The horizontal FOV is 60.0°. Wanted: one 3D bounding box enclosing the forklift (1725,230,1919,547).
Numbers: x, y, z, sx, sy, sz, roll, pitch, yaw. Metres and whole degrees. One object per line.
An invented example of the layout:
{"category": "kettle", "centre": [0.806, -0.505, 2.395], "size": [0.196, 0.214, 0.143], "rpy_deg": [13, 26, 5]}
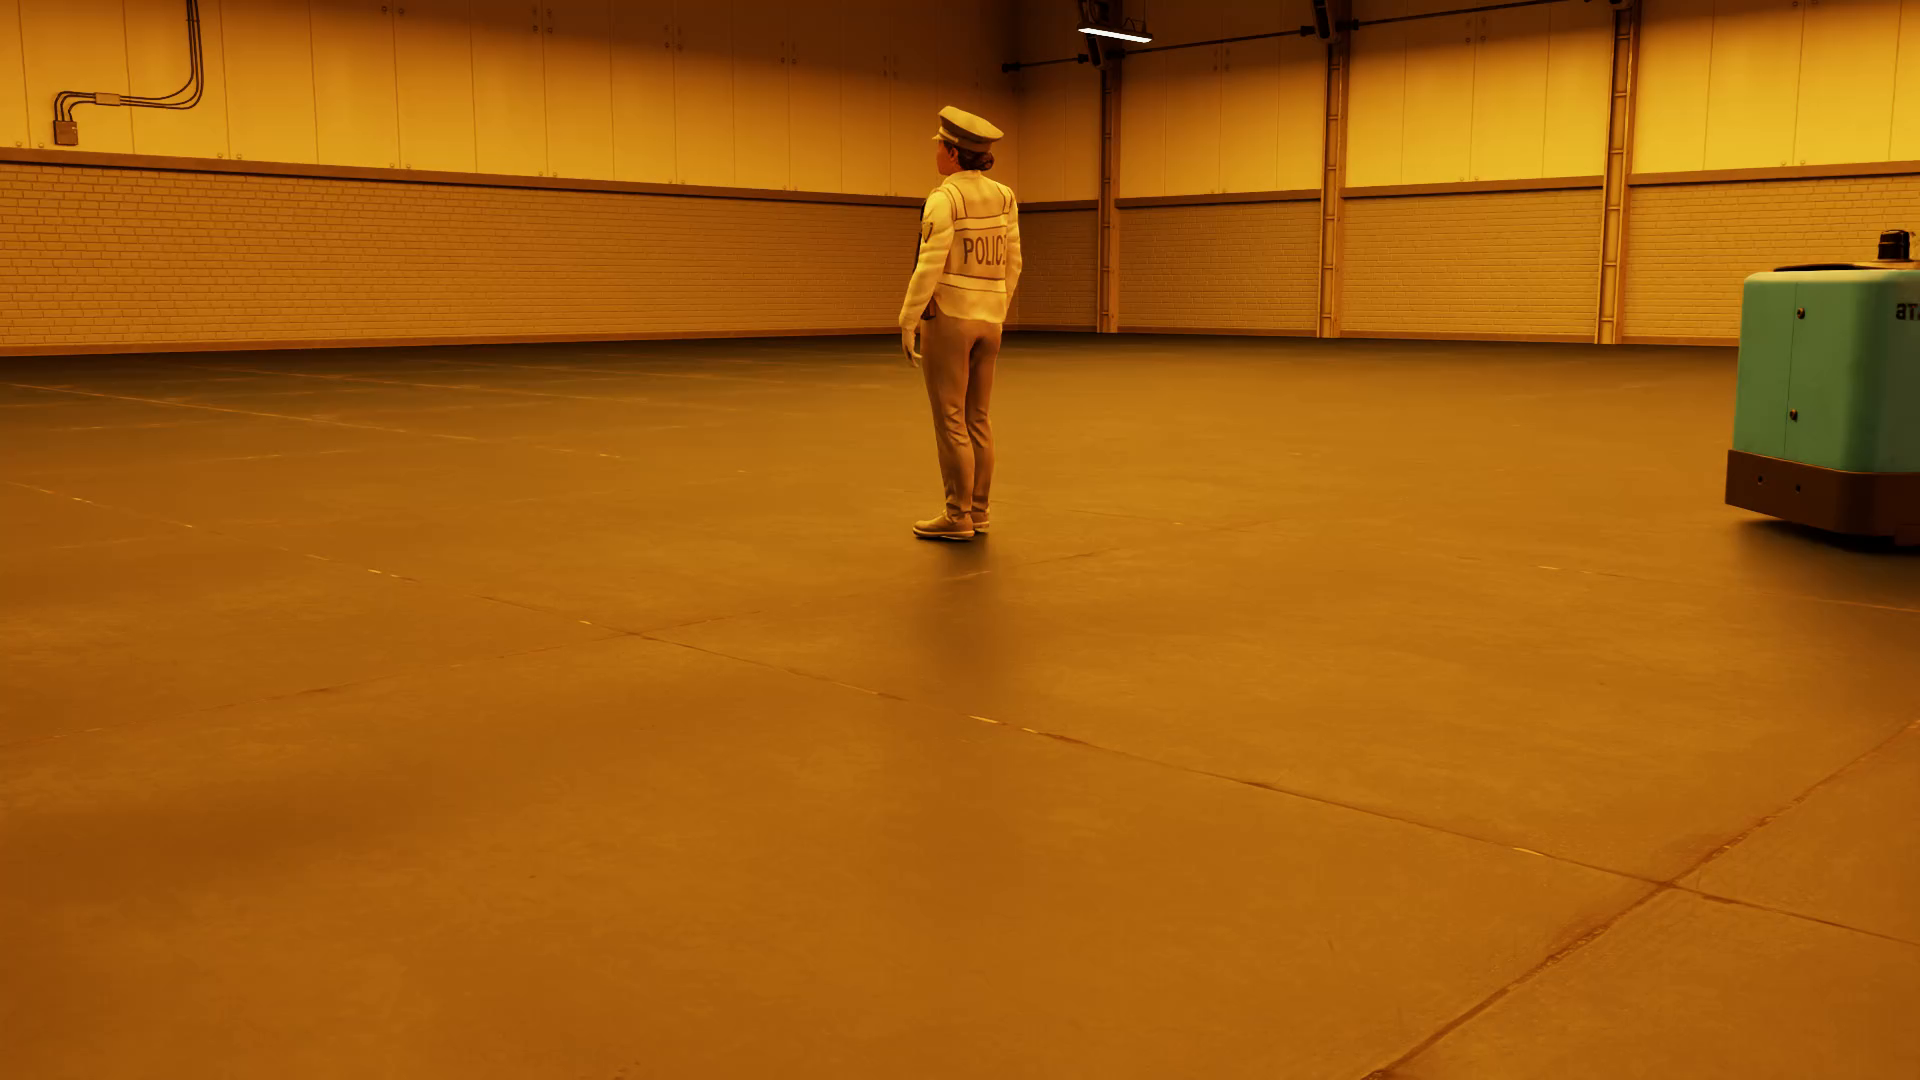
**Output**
{"category": "forklift", "centre": [4.878, -1.477, 6.685], "size": [3.031, 2.935, 1.130], "rpy_deg": [0, 9, -2]}

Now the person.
{"category": "person", "centre": [-0.044, -0.853, 6.641], "size": [0.533, 1.696, 0.588], "rpy_deg": [8, 12, 43]}
